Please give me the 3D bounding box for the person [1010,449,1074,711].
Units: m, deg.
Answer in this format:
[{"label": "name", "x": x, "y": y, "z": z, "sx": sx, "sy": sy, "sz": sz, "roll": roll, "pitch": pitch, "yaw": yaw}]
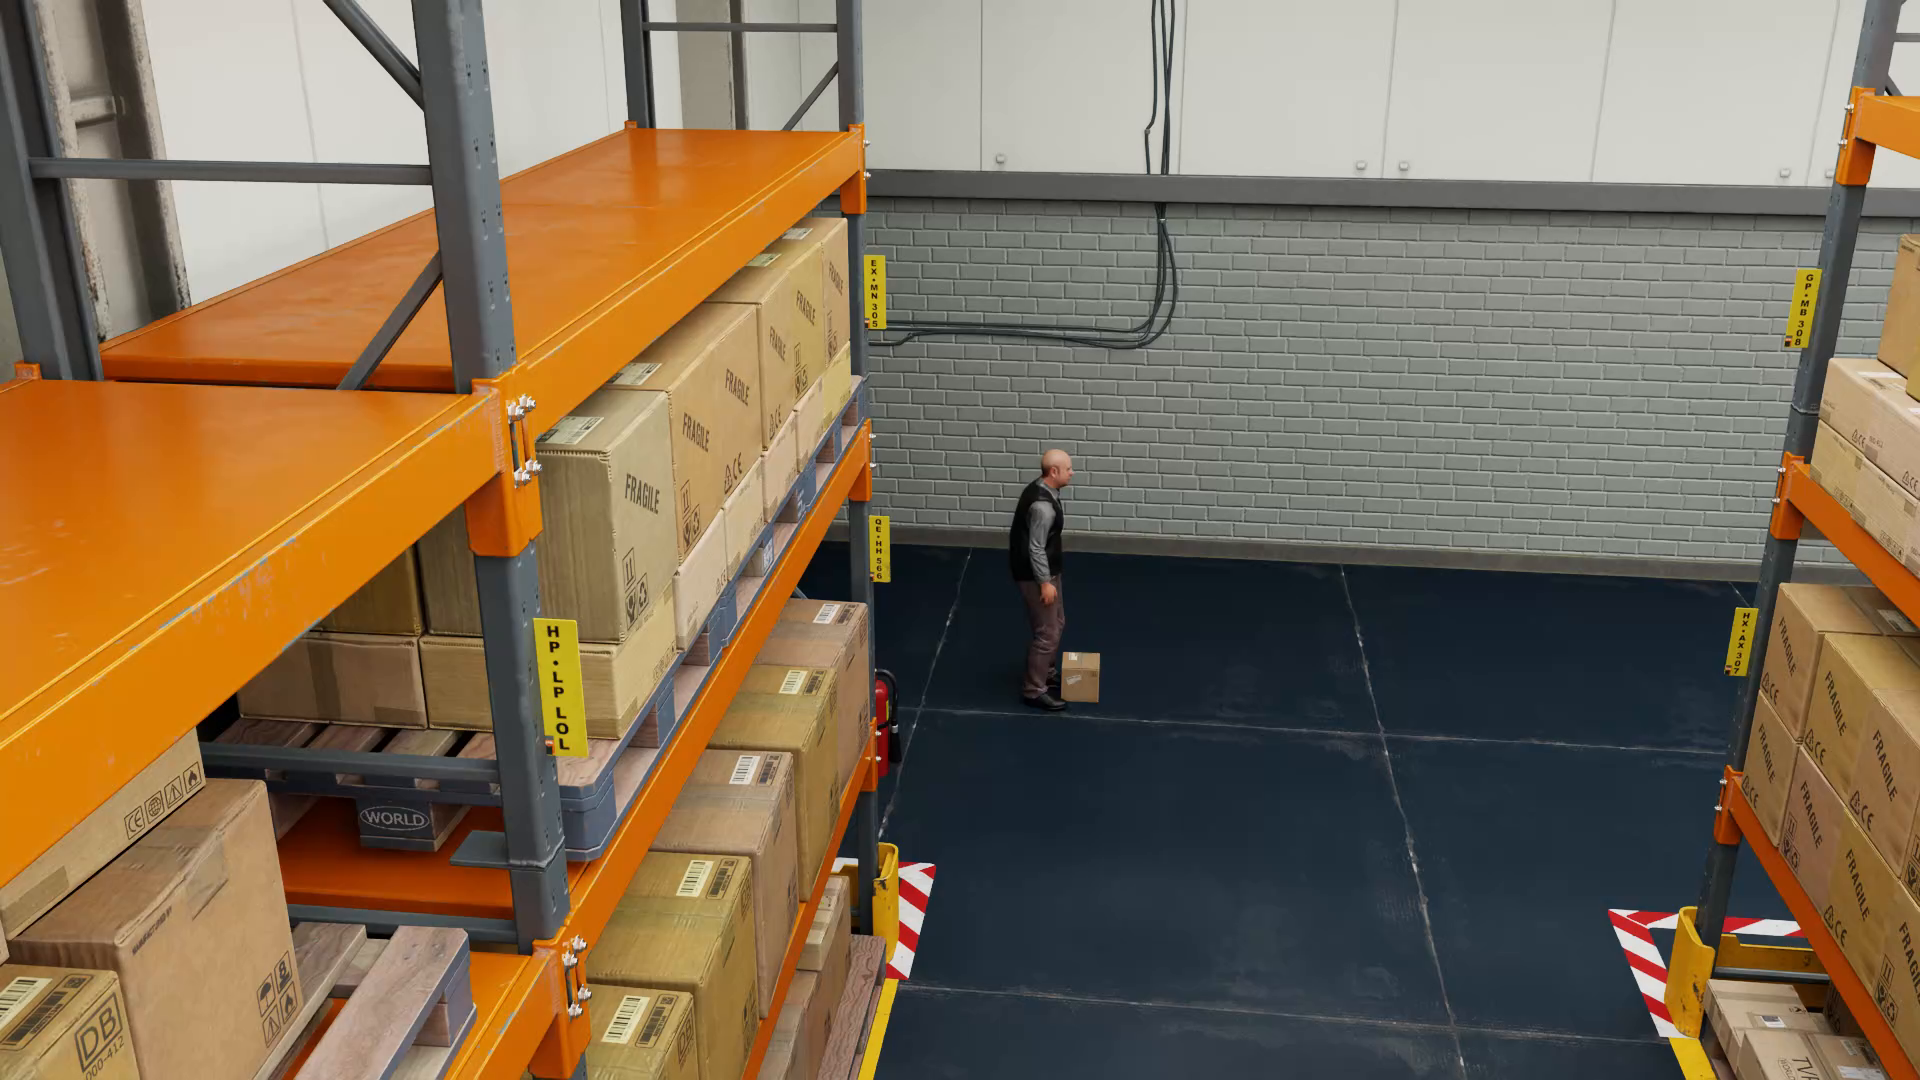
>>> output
[{"label": "person", "x": 0.555, "y": 0.229, "z": 10.946, "sx": 0.460, "sy": 1.721, "sz": 0.580, "roll": 2, "pitch": 21, "yaw": 6}]
